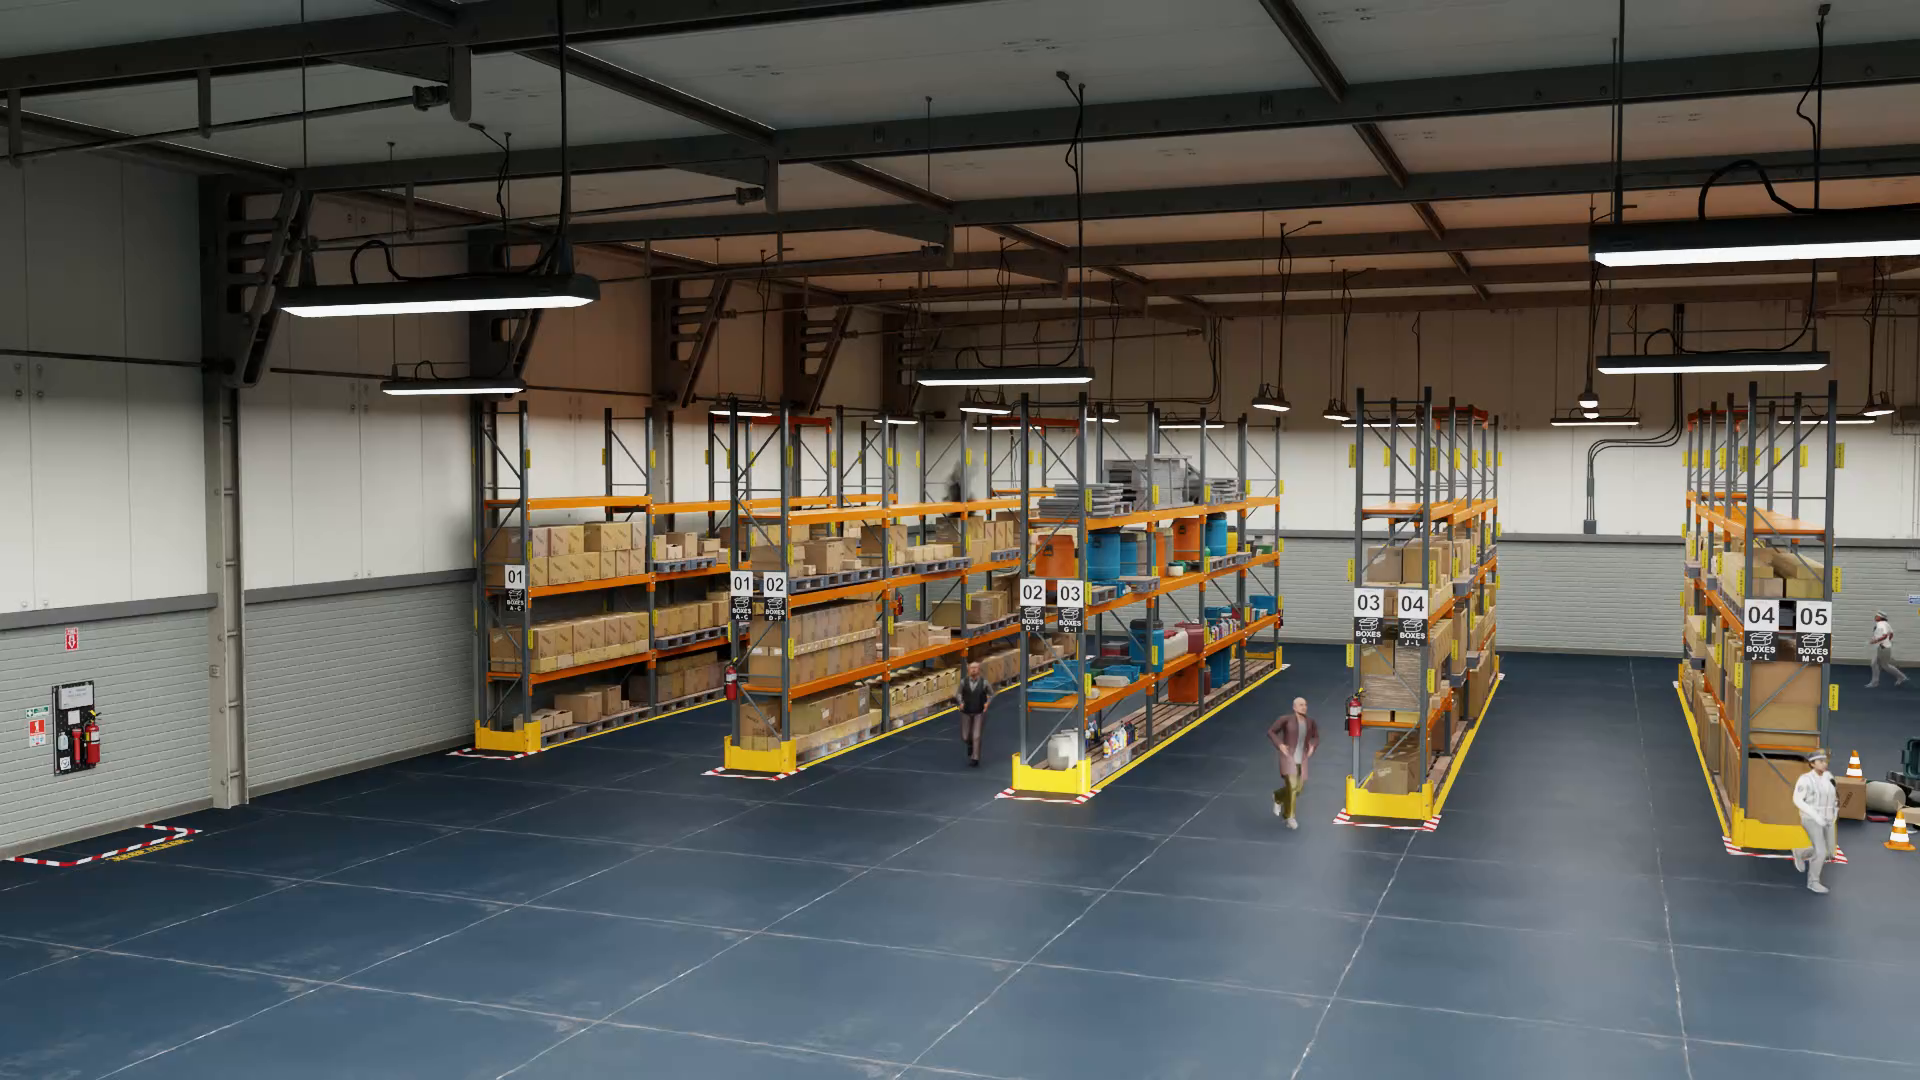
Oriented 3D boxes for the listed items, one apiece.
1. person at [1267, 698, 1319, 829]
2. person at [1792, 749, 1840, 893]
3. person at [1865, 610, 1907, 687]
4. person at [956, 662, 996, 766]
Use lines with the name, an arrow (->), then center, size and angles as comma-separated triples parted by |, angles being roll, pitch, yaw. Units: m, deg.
person -> 4.603, 3.036, 22.924 | 0.755, 1.743, 0.819 | -1, 3, -14
person -> 9.937, 3.238, 19.338 | 0.627, 1.664, 0.631 | -1, 3, -15
person -> 20.226, 2.394, 36.284 | 0.806, 1.725, 0.577 | 2, 3, 29
person -> 0.248, 2.838, 27.249 | 0.662, 1.675, 0.641 | 1, 3, 11
